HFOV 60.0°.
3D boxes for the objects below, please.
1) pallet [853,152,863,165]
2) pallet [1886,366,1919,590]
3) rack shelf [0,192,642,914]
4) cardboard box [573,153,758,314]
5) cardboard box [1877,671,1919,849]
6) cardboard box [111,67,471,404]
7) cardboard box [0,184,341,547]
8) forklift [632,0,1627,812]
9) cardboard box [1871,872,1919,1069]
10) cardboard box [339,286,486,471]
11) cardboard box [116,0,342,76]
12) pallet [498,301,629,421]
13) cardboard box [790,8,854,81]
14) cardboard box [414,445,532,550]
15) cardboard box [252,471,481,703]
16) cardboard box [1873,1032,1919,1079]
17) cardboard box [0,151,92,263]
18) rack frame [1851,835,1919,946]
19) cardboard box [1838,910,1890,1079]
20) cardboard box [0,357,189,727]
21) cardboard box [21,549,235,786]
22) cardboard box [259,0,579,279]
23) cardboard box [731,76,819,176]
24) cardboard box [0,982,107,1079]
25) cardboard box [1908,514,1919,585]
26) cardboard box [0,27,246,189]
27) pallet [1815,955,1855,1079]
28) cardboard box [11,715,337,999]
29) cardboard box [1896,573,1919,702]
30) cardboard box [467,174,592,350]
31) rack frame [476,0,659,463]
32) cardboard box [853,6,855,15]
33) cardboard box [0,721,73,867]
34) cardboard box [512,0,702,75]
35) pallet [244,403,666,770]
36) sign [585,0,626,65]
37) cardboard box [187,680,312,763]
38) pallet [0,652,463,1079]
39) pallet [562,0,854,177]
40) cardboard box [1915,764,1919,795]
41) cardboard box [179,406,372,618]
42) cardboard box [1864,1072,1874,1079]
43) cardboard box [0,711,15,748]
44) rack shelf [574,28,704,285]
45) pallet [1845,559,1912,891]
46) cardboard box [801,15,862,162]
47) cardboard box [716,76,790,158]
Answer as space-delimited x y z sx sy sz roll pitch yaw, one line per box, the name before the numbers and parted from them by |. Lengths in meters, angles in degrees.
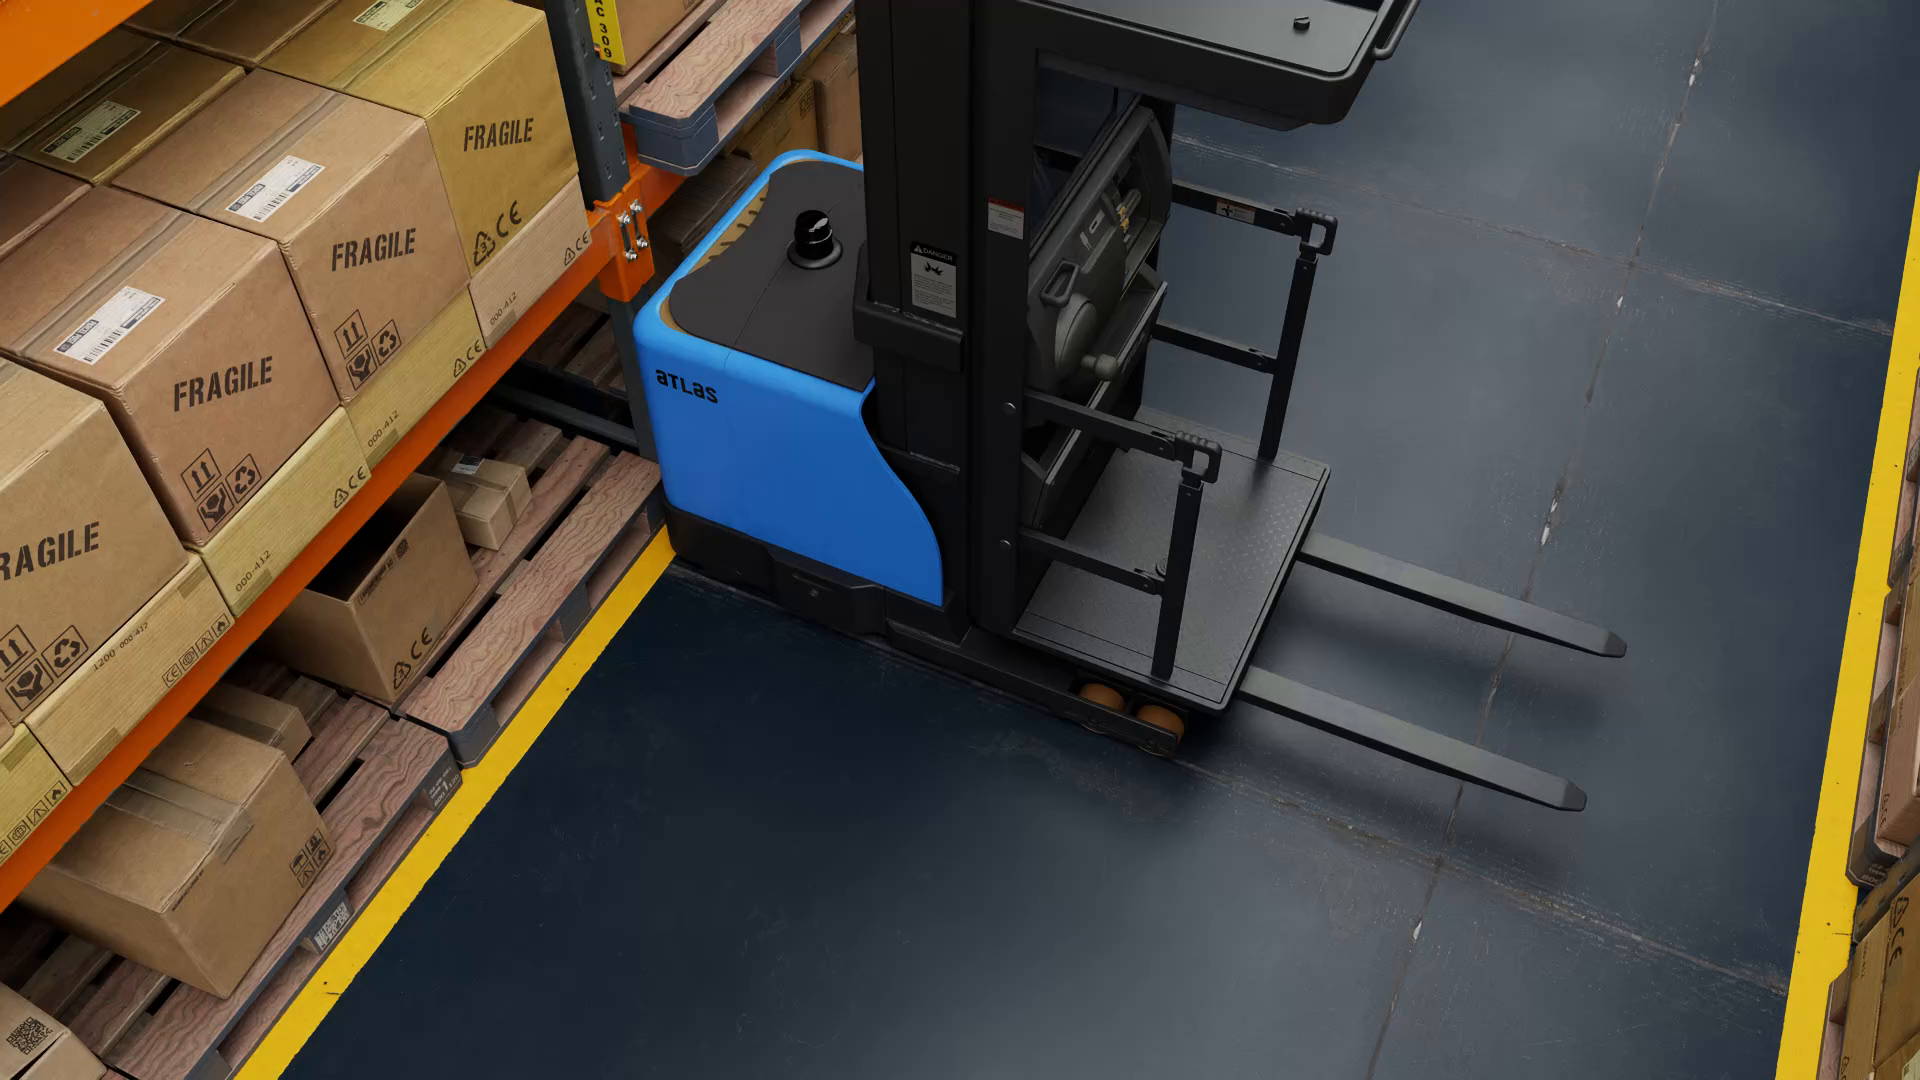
pallet | -0.598 -1.781 7.127 1.003 0.211 1.213 20 52 16
pallet | 3.830 -0.155 5.743 1.003 0.211 1.213 20 52 16
rack shelf | -2.304 0.306 3.993 1.077 0.370 4.000 20 52 16
cardboard box | -1.150 -1.149 6.111 0.700 0.500 0.500 21 53 17
cardboard box | 2.946 0.680 4.732 0.500 0.250 0.500 19 52 16
cardboard box | -1.580 -0.734 3.998 0.500 0.500 0.500 20 52 16
cardboard box | -1.805 -0.390 3.706 0.500 0.500 0.500 18 52 15
forklift | 0.569 -0.745 4.460 3.031 2.935 1.130 20 52 16
cardboard box | 2.550 1.034 3.938 0.500 0.500 0.500 20 52 16
cardboard box | -1.598 -0.497 4.289 0.500 0.250 0.500 20 52 16
cardboard box | -1.839 -1.250 4.437 0.500 0.500 0.500 19 52 15
pallet | -1.118 -0.938 6.409 1.003 0.211 1.213 20 52 16
cardboard box | -0.746 -2.056 6.390 0.500 0.250 0.500 18 52 15
cardboard box | -1.651 -0.151 5.480 0.380 0.166 0.250 14 51 11
cardboard box | -1.857 0.091 5.056 0.500 0.500 0.500 16 52 13
cardboard box | 2.343 1.381 3.643 0.500 0.500 0.500 20 52 16
cardboard box | -2.281 -0.553 3.844 0.500 0.500 0.500 21 53 17
rack frame | 3.031 0.305 3.521 1.000 3.000 0.127 20 52 16
cardboard box | 2.559 1.280 4.221 0.500 0.250 0.500 20 52 16
cardboard box | -2.026 -0.032 3.401 0.500 0.500 0.500 21 53 17
cardboard box | -2.013 0.201 3.695 0.500 0.250 0.500 20 53 16
cardboard box | -1.372 -1.079 4.292 0.500 0.500 0.500 20 52 16
cardboard box | -0.975 -1.522 6.428 0.700 0.500 0.500 19 52 15
cardboard box | -2.538 1.339 4.118 0.500 0.311 0.500 24 54 19
cardboard box | 3.382 -0.020 5.328 0.500 0.250 0.500 21 53 17
cardboard box | -2.064 -0.895 4.135 0.500 0.500 0.500 20 52 16
pallet | 2.653 1.742 4.129 1.003 0.211 1.213 20 52 16
cardboard box | -2.179 0.789 4.462 0.700 0.500 0.500 17 52 14
cardboard box | 3.164 0.332 5.028 0.500 0.250 0.500 19 52 16
cardboard box | -1.378 -0.838 4.579 0.500 0.250 0.500 20 52 16
rack frame | -1.450 -1.305 4.891 1.000 3.000 0.127 20 52 16
cardboard box | -0.517 -2.394 6.677 0.500 0.250 0.500 20 52 16
cardboard box | -2.231 0.548 3.399 0.500 0.250 0.500 19 52 16
cardboard box | -1.201 -1.819 4.974 0.700 0.500 0.500 20 52 16
pallet | -1.704 0.073 5.549 1.003 0.211 1.213 20 52 16
sign | -0.956 -1.414 4.415 0.100 0.325 0.005 20 52 16
cardboard box | -2.151 0.572 4.877 0.380 0.149 0.250 16 51 13
pallet | -2.224 0.916 4.832 1.003 0.211 1.213 20 52 16
pallet | -0.991 -1.721 5.371 1.003 0.211 1.213 20 52 16
cardboard box | 2.945 0.506 4.512 0.500 0.311 0.500 20 52 16
cardboard box | -1.799 -0.146 3.990 0.500 0.250 0.500 20 52 16
cardboard box | 2.341 1.623 3.929 0.500 0.250 0.500 20 52 16
cardboard box | -2.236 0.327 3.095 0.500 0.500 0.500 18 52 15
rack shelf | -0.595 -2.449 6.336 1.077 0.370 4.000 20 52 16
pallet | 3.310 0.688 5.026 1.003 0.211 1.213 20 52 16
cardboard box | -0.720 -1.860 6.715 0.700 0.500 0.500 20 53 16
cardboard box | -0.965 -1.697 6.084 0.500 0.250 0.500 19 52 15
